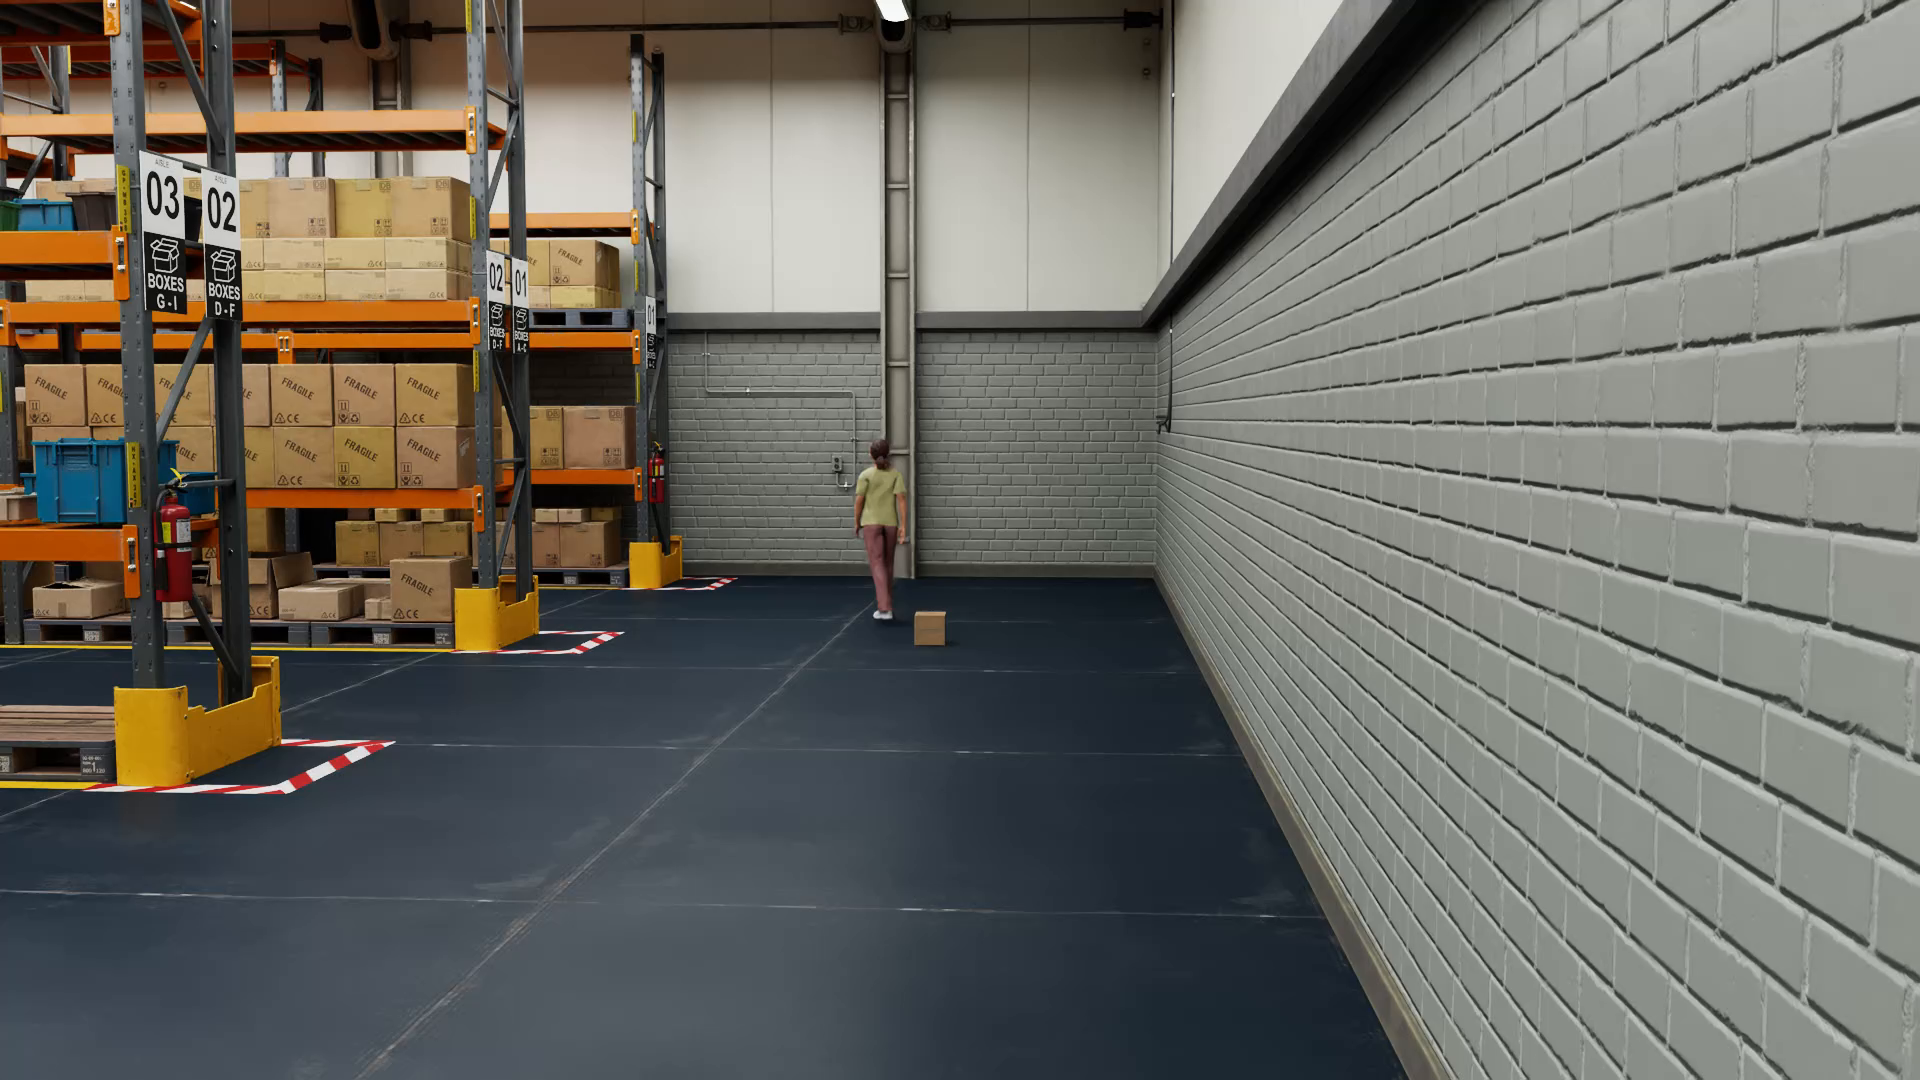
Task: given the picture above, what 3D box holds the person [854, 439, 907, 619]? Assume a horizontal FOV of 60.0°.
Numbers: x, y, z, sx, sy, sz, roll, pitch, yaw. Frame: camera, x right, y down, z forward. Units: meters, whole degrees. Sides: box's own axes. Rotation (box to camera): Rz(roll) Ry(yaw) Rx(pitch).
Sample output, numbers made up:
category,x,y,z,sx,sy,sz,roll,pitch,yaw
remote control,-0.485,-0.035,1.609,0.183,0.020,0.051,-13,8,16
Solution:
category,x,y,z,sx,sy,sz,roll,pitch,yaw
person,-0.757,-0.087,15.336,0.459,1.690,0.792,-1,4,-19
